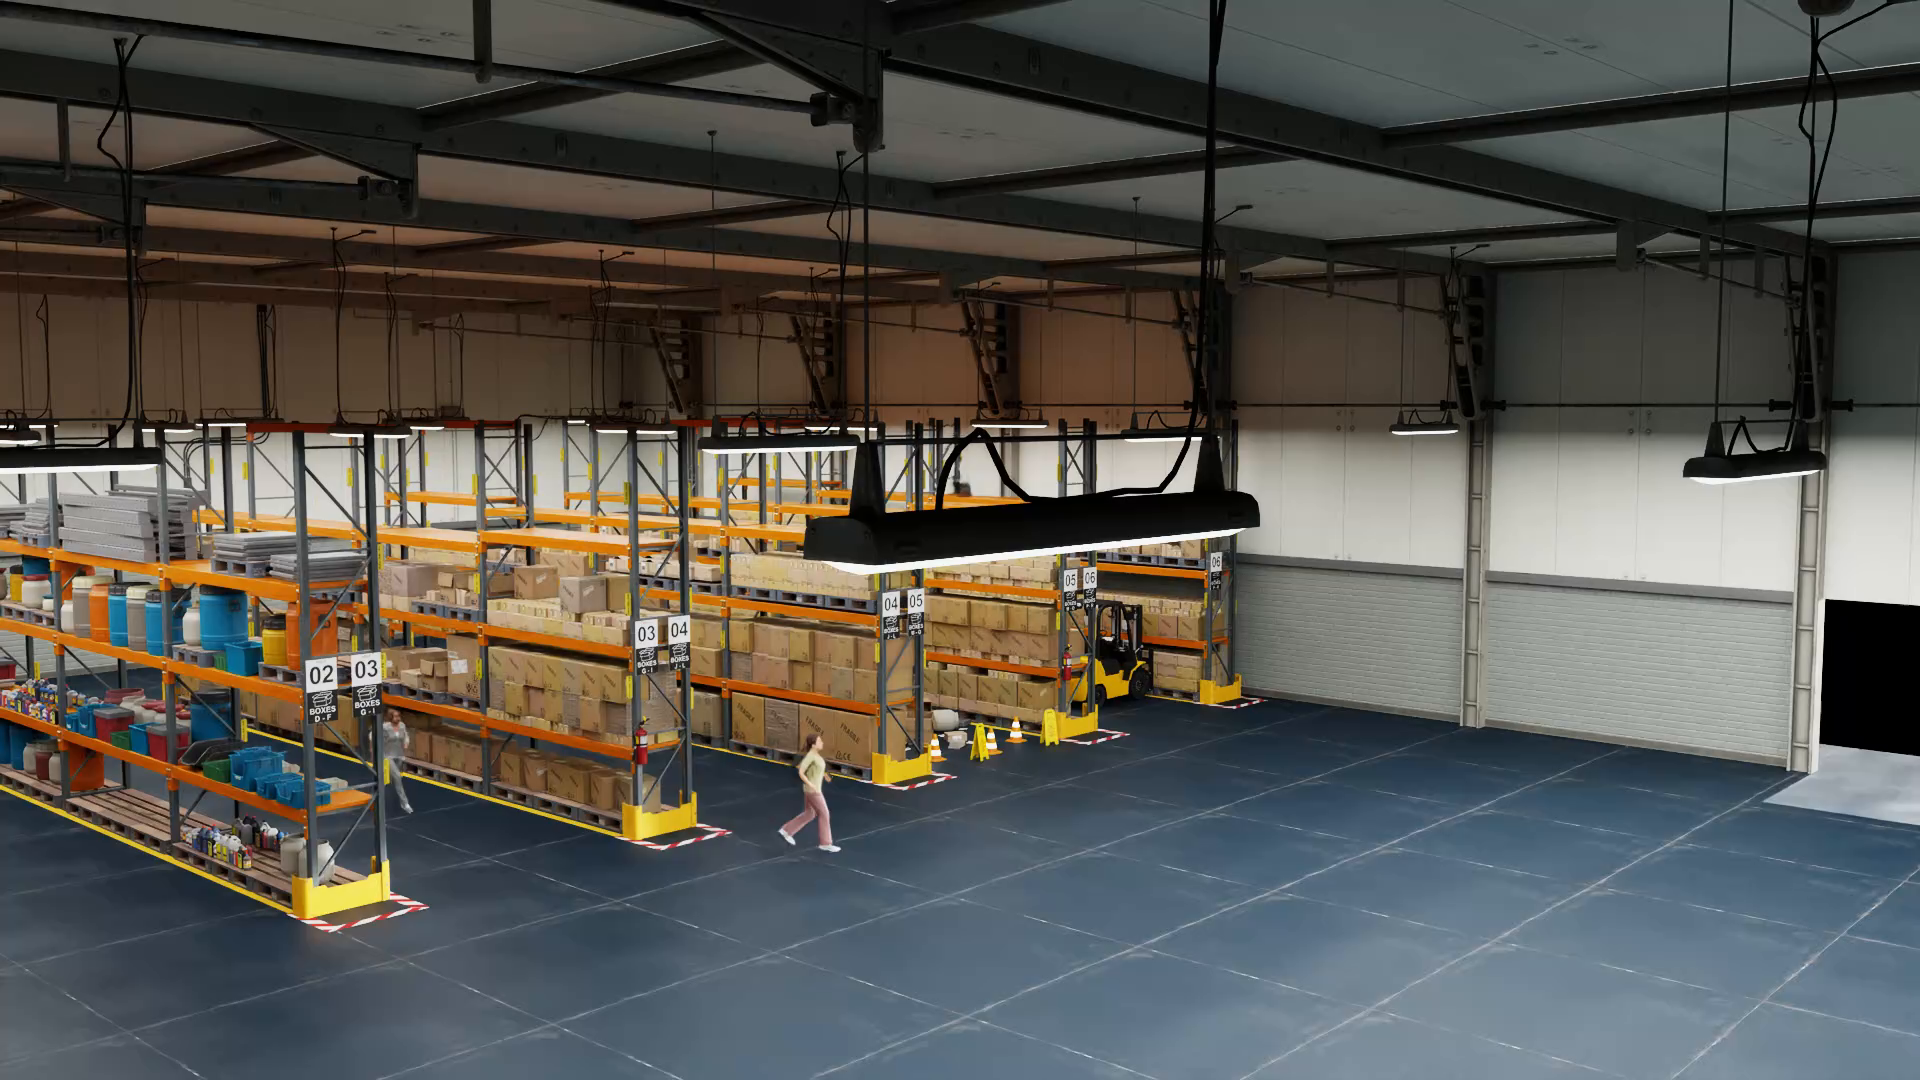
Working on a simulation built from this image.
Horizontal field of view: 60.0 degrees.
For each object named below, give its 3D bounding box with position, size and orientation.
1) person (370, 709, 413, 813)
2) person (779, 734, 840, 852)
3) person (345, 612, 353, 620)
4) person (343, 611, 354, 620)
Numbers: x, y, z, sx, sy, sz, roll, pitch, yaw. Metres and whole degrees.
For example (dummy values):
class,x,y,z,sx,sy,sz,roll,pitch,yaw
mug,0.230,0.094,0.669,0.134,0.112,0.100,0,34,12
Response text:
class,x,y,z,sx,sy,sz,roll,pitch,yaw
person,-8.877,3.427,25.973,0.929,1.571,0.557,4,6,39
person,-2.132,3.562,23.506,0.874,1.678,0.580,0,5,-3
person,-13.919,2.431,37.883,0.650,1.614,0.550,-2,5,-19
person,-14.282,2.345,38.452,0.757,1.700,0.942,2,5,25
